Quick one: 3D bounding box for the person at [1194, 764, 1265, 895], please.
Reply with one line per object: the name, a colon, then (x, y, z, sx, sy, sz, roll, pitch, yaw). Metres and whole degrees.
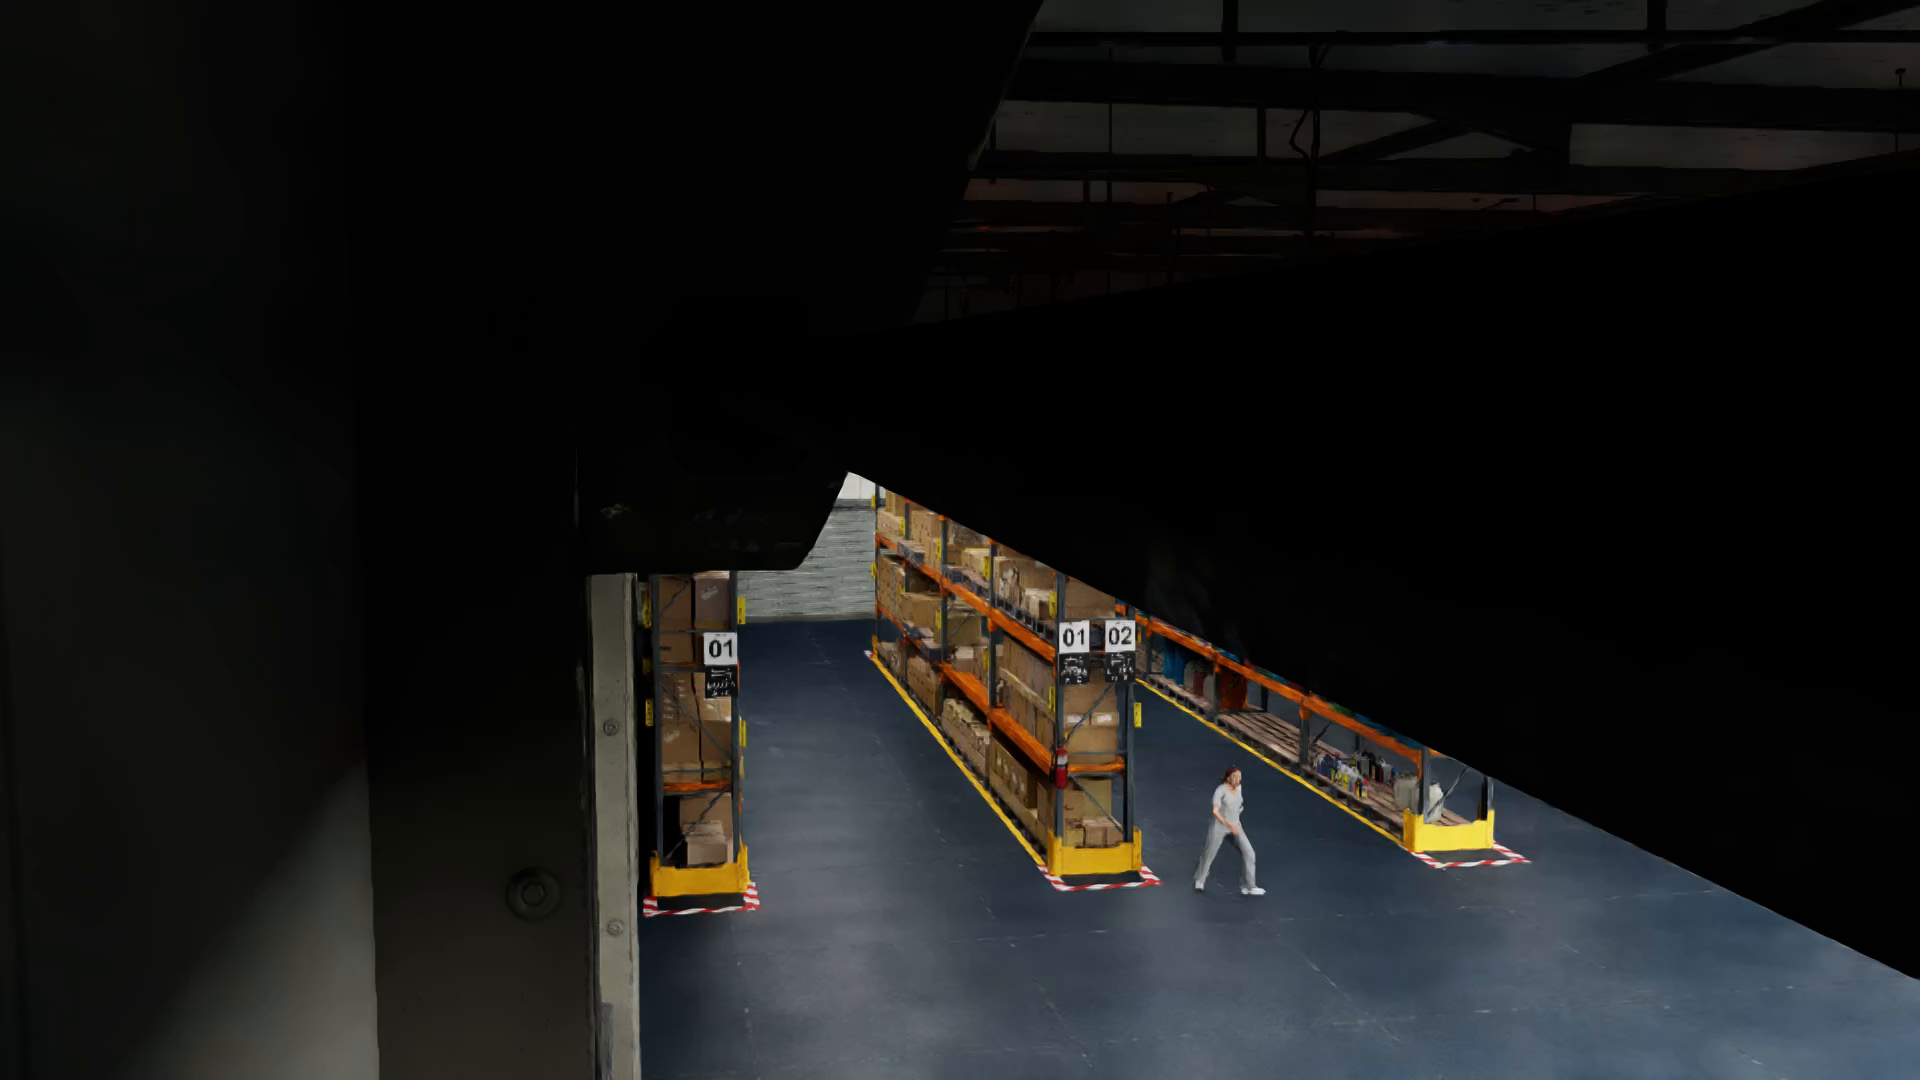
person: (3.219, 3.464, 20.084, 0.609, 1.604, 0.814, -3, 7, -27)
